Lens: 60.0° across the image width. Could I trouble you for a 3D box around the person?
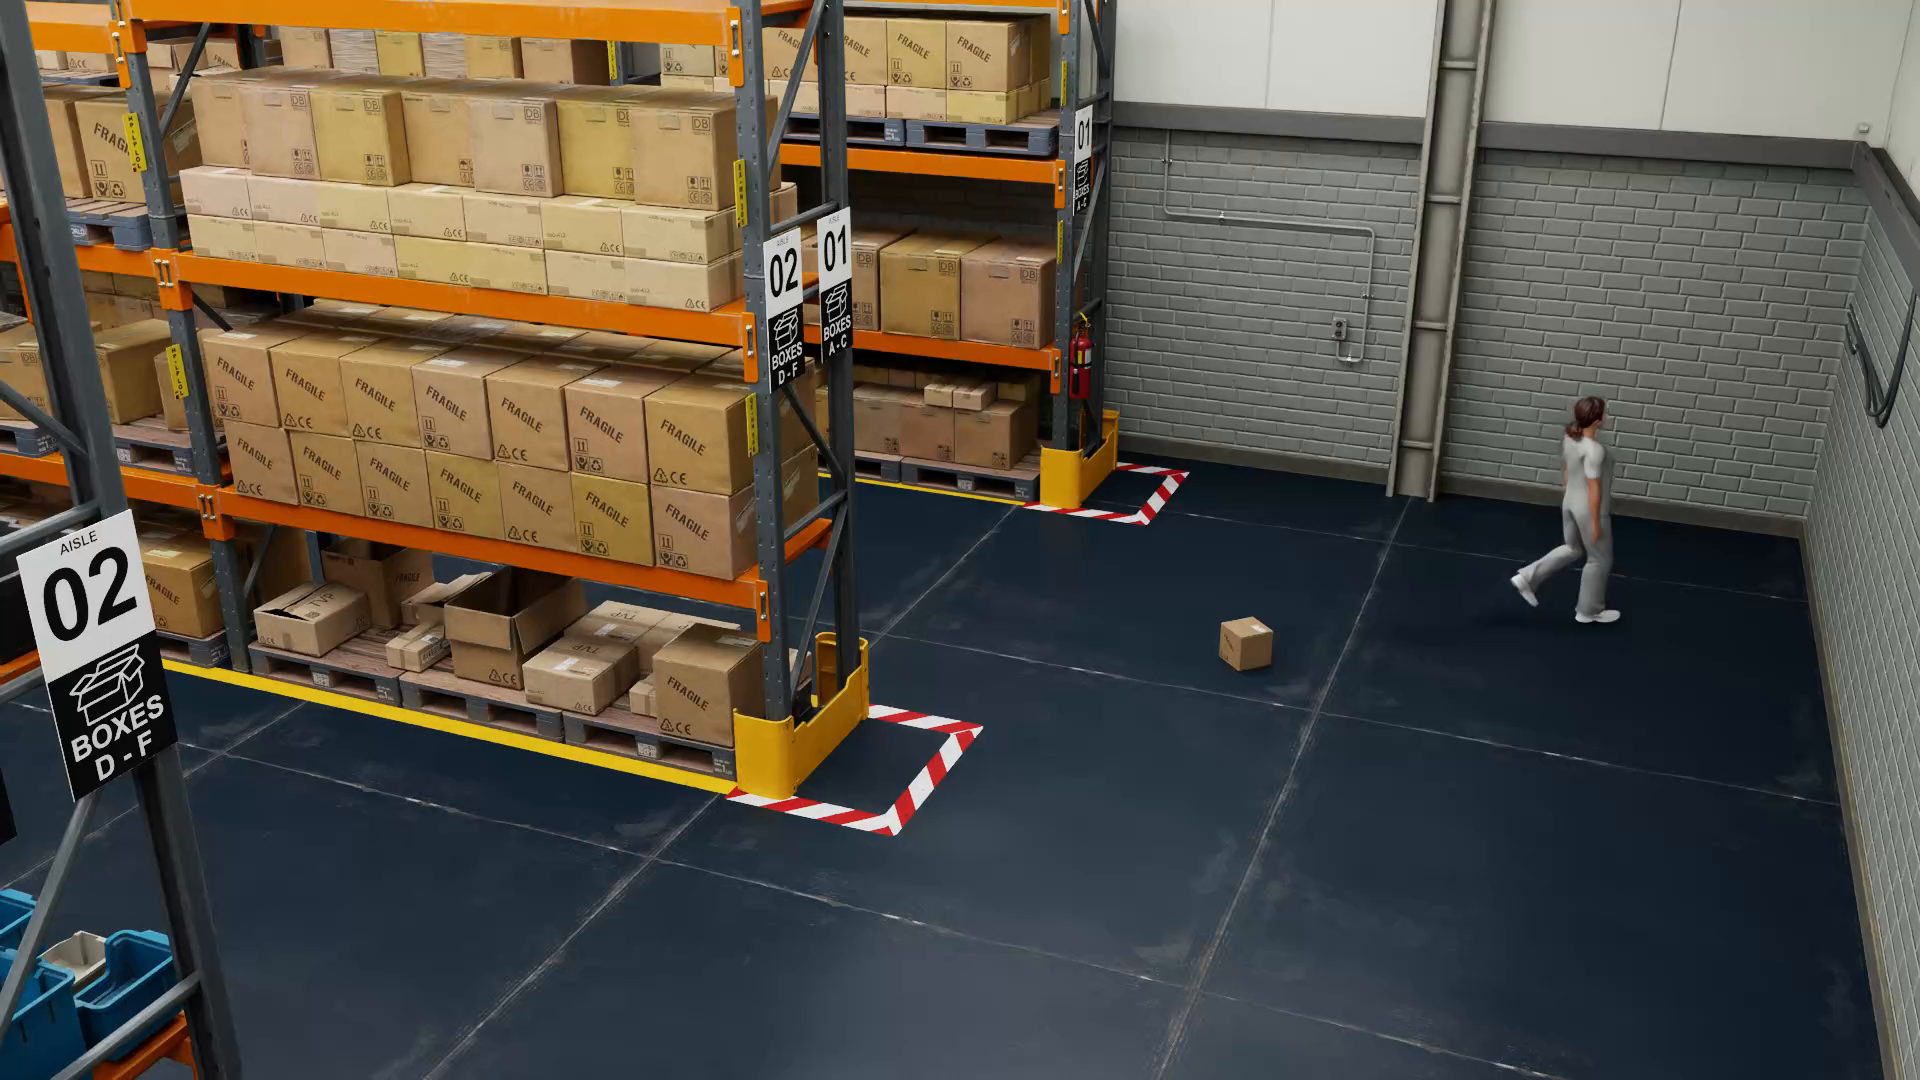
[{"bbox_3d":[4.243,-0.204,11.389,0.764,1.641,0.452,-3,23,-8],"label":"person"}]
